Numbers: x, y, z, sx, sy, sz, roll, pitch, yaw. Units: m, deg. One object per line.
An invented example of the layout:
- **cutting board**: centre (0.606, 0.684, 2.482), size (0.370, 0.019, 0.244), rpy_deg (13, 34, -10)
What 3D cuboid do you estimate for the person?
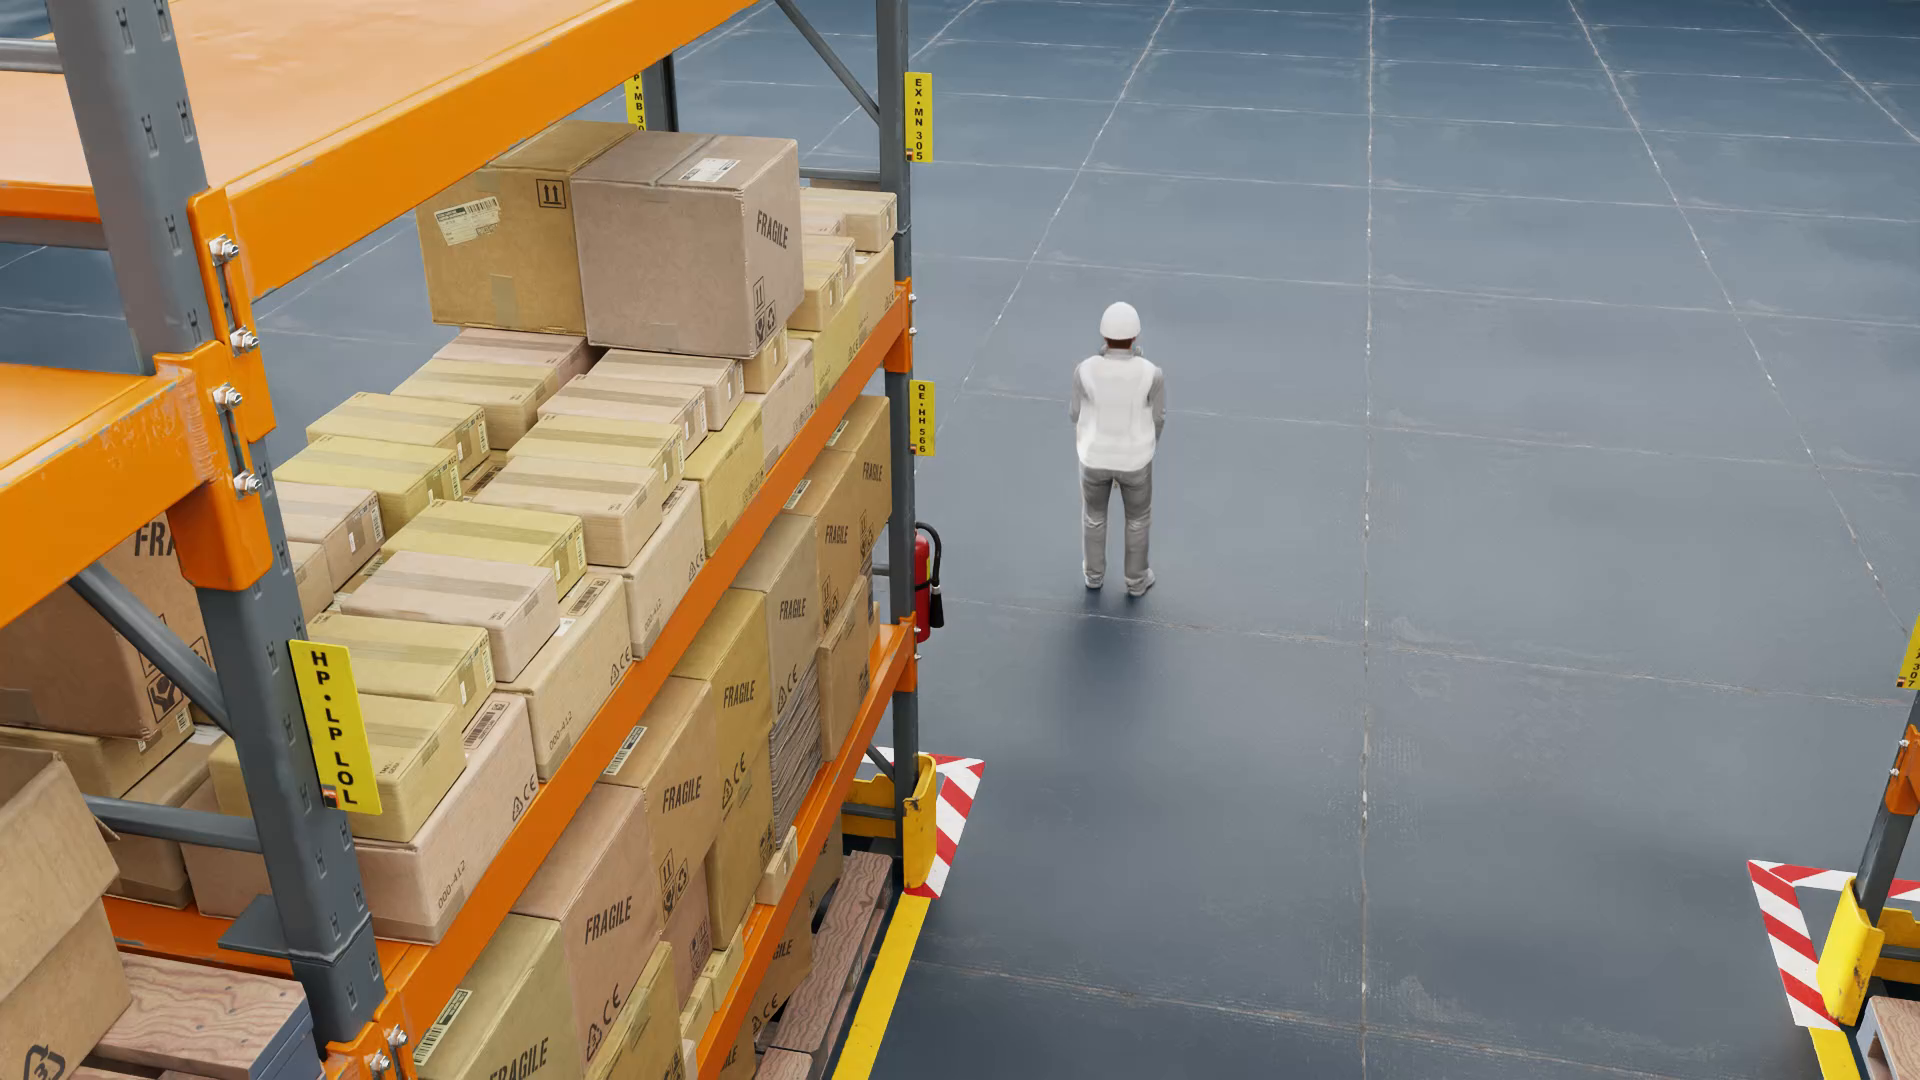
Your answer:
- **person**: centre (0.891, -0.509, 9.521), size (0.551, 1.779, 0.470), rpy_deg (5, 29, 10)
